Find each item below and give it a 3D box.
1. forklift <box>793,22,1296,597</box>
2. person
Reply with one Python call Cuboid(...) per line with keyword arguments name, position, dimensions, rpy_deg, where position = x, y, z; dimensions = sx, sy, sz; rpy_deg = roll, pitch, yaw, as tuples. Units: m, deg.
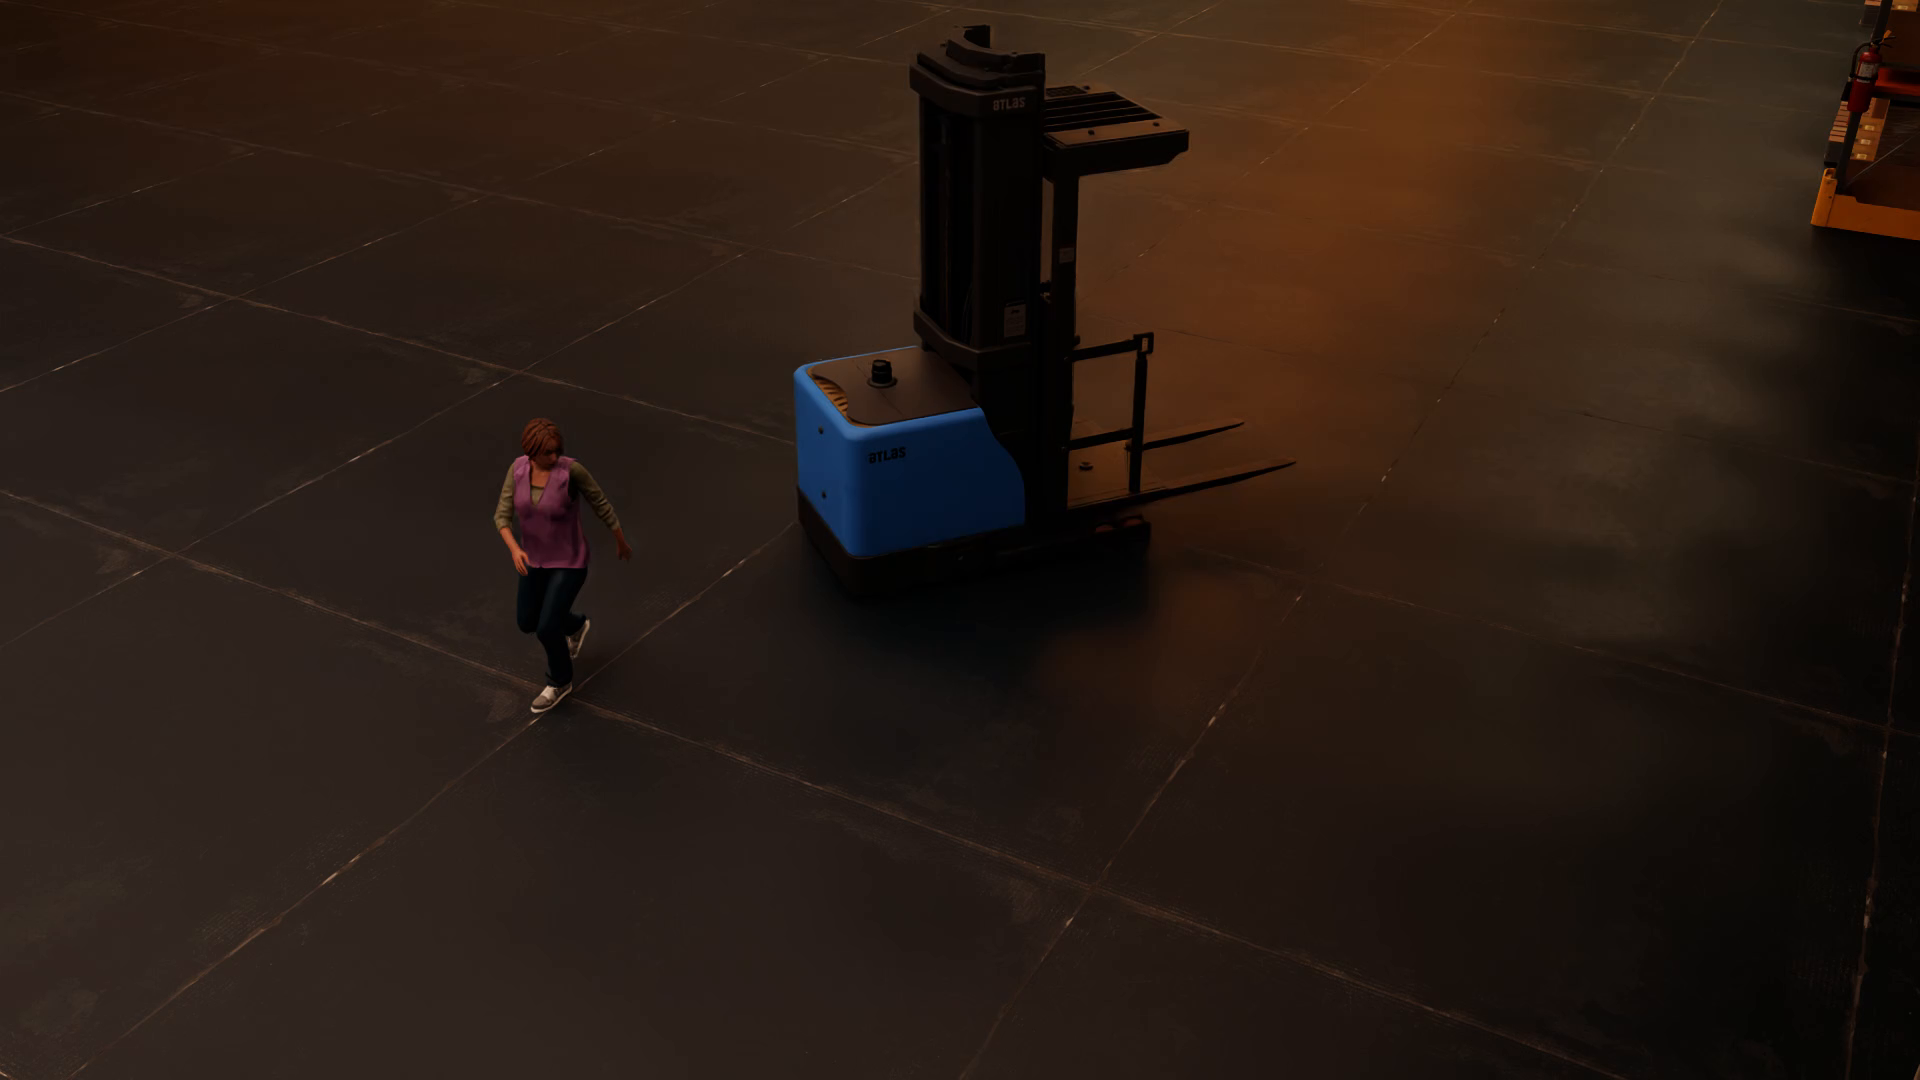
Cuboid(name="forklift", position=(0.585, -1.421, 9.533), dimensions=(3.031, 2.935, 1.130), rpy_deg=(-12, 32, -20))
Cuboid(name="person", position=(-2.008, 0.102, 8.304), dimensions=(0.529, 1.539, 0.613), rpy_deg=(13, 33, 22))
